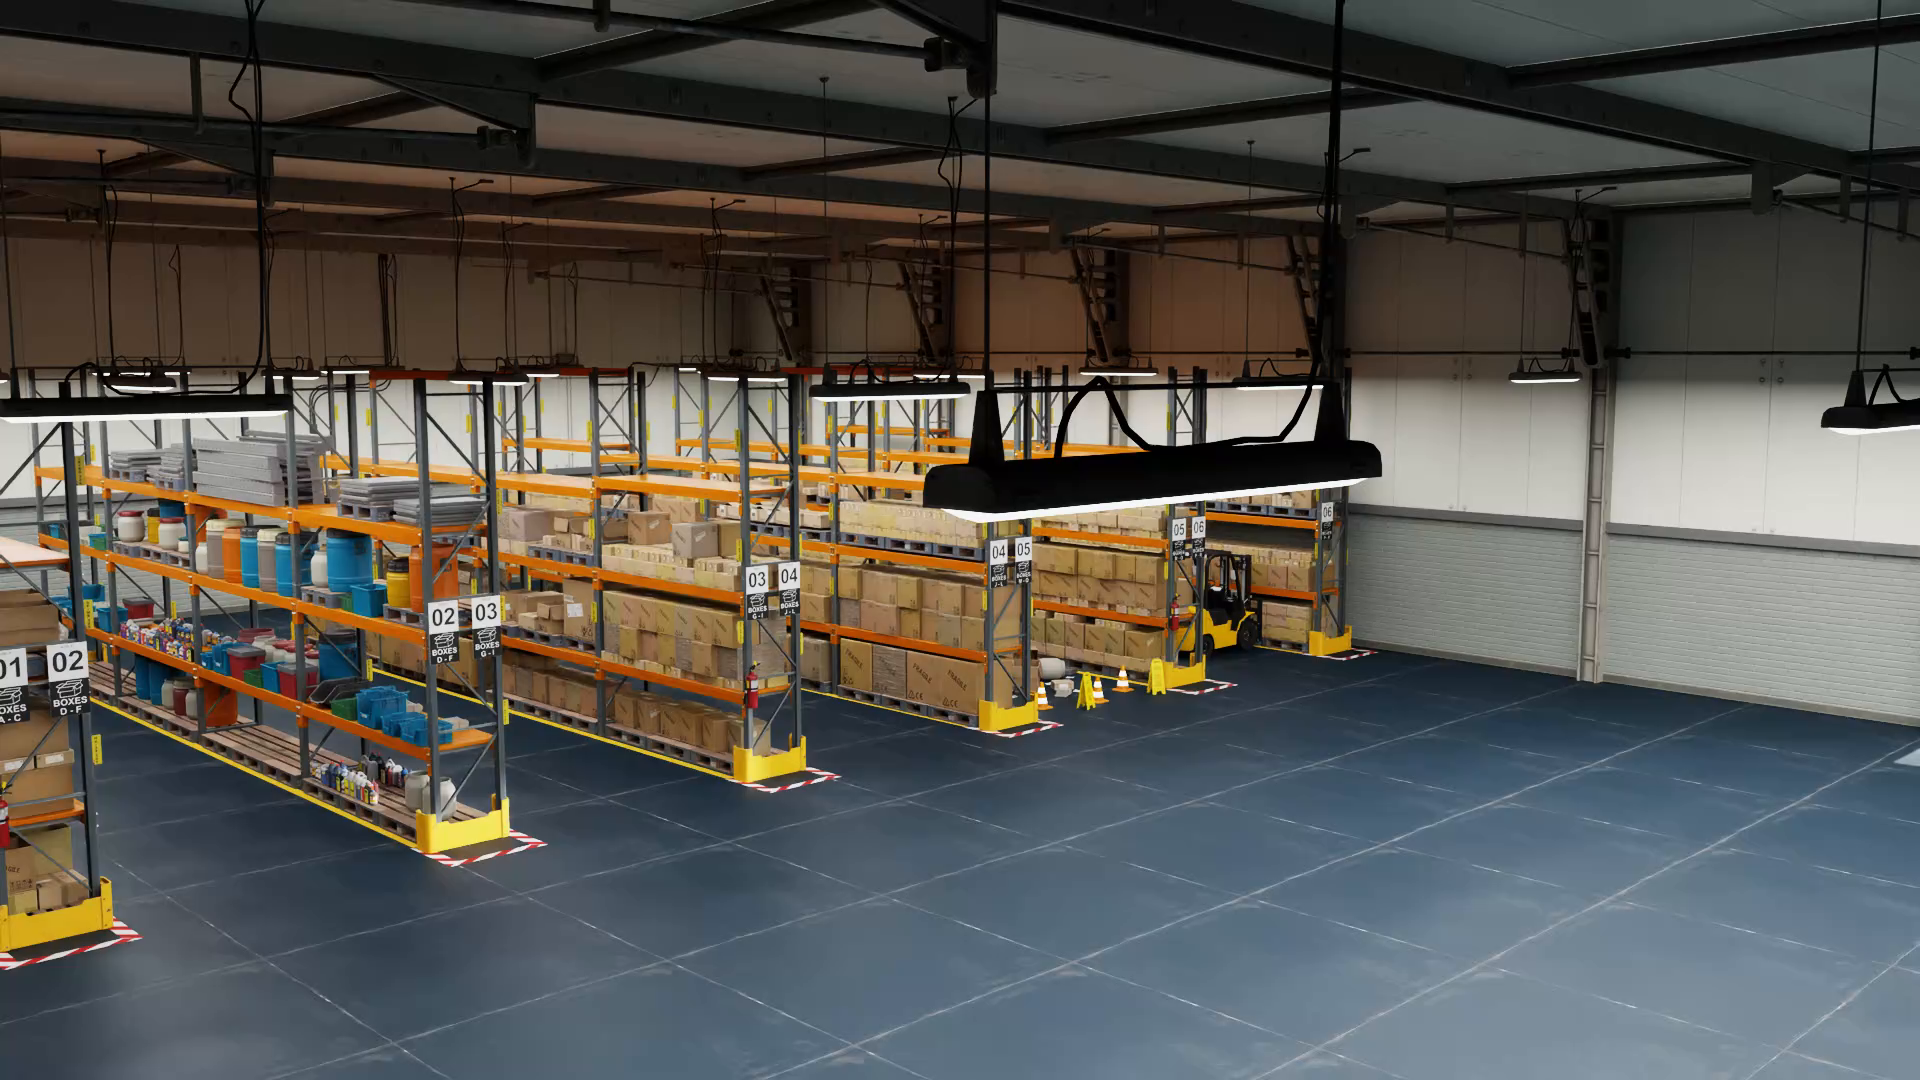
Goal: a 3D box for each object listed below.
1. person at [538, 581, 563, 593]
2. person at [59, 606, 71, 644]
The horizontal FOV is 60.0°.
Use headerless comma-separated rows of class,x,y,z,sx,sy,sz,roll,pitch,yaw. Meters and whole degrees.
person,-10.247,0.742,41.698,0.867,1.765,0.601,-1,7,-11
person,-16.528,2.087,30.621,0.447,1.740,0.483,1,6,7
